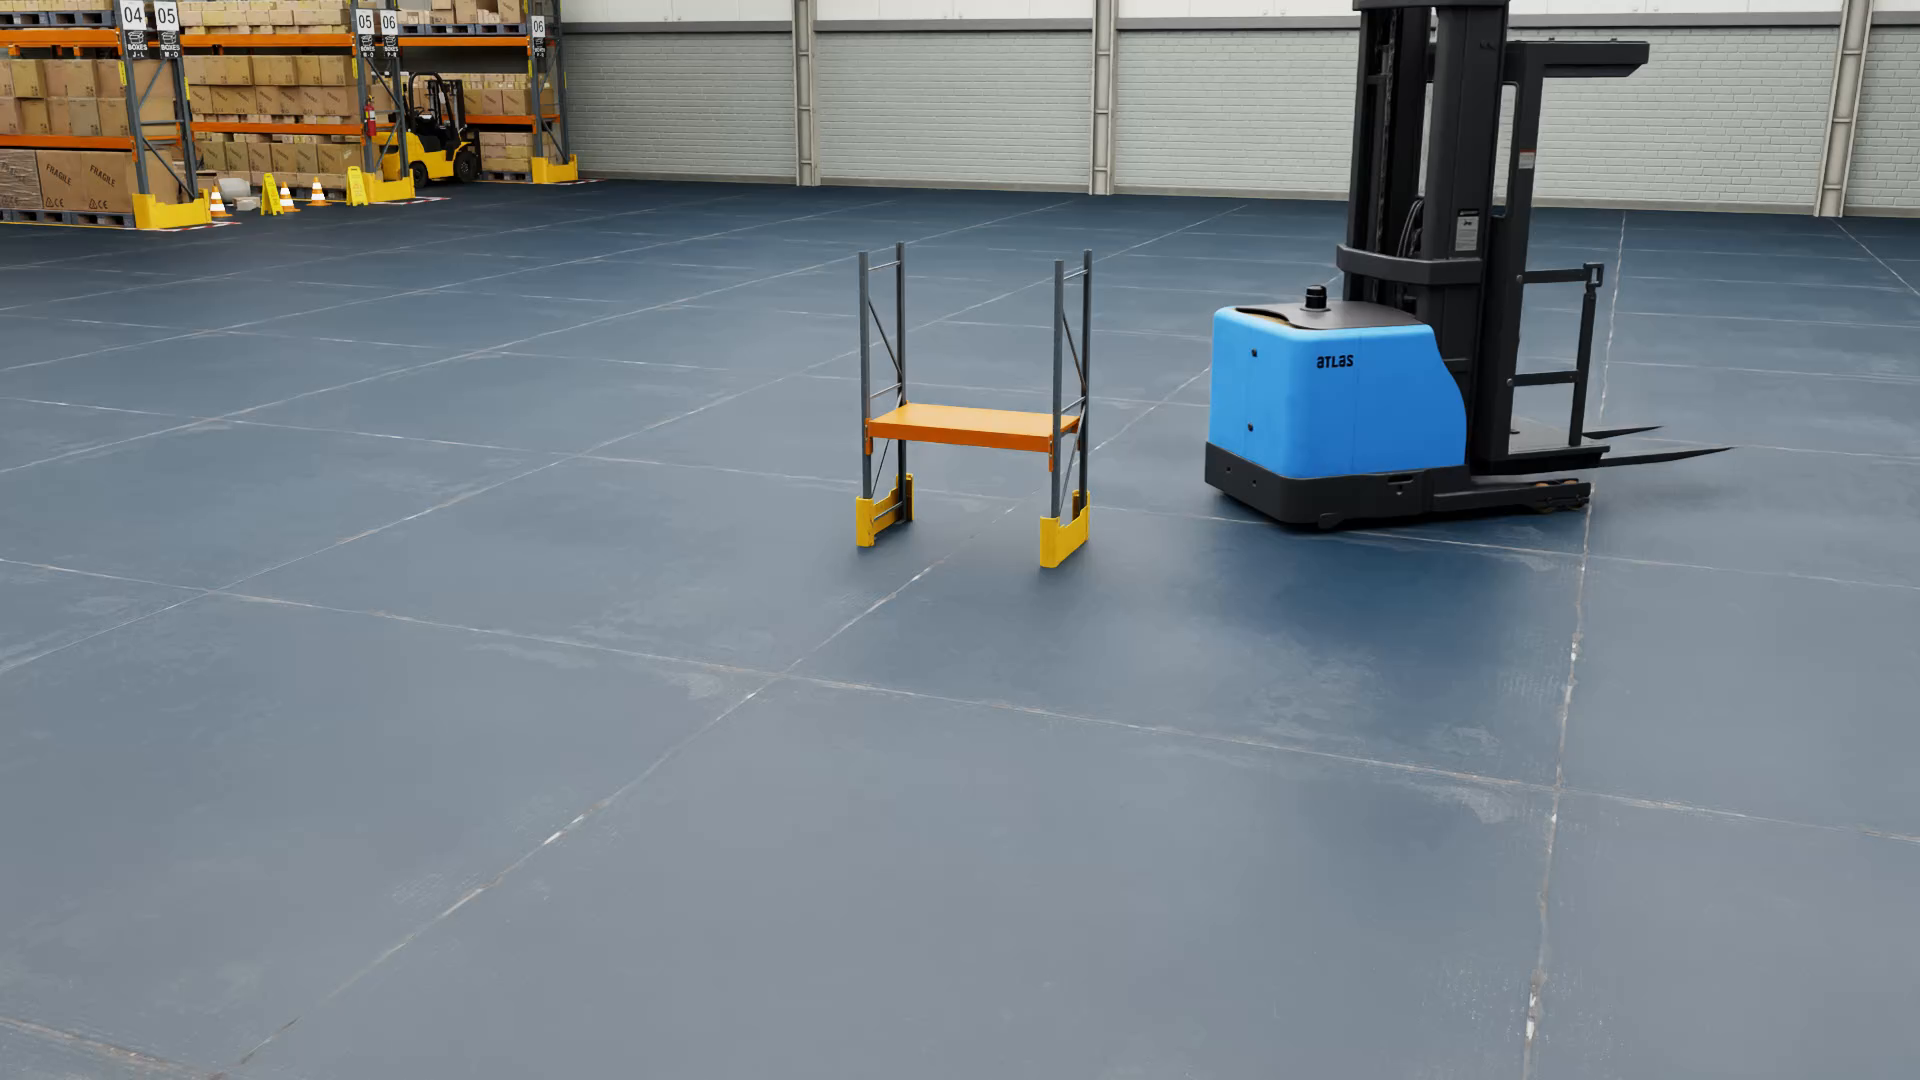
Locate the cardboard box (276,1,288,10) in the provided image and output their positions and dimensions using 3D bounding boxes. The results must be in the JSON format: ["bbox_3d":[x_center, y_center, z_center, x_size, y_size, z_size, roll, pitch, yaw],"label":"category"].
[{"bbox_3d":[-11.625,-9.265,28.848,0.250,0.149,0.380,6,17,19],"label":"cardboard box"}]

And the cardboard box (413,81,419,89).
[{"bbox_3d":[-11.063,-9.312,34.028,0.250,0.149,0.380,7,17,22],"label":"cardboard box"}]

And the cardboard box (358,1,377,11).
[{"bbox_3d":[-10.312,-9.239,28.758,0.250,0.149,0.380,6,17,20],"label":"cardboard box"}]

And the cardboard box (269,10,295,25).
[{"bbox_3d":[-11.583,-9.044,28.802,0.500,0.250,0.500,7,18,22],"label":"cardboard box"}]

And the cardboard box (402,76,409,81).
[{"bbox_3d":[-11.255,-9.509,34.173,0.250,0.149,0.380,6,17,20],"label":"cardboard box"}]

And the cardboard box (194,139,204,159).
[{"bbox_3d":[-16.615,-8.596,36.632,0.500,0.500,0.500,6,17,20],"label":"cardboard box"}]

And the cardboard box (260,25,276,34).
[{"bbox_3d":[-11.936,-8.876,28.939,0.250,0.149,0.380,6,17,20],"label":"cardboard box"}]

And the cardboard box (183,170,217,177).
[{"bbox_3d":[-13.280,-6.194,29.109,0.500,0.500,0.500,-9,18,-27],"label":"cardboard box"}]

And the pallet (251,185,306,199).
[{"bbox_3d":[-12.001,-6.333,30.110,1.213,0.211,1.003,6,17,21],"label":"pallet"}]

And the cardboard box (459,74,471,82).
[{"bbox_3d":[-9.873,-9.323,33.533,0.250,0.149,0.380,7,17,22],"label":"cardboard box"}]

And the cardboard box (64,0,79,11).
[{"bbox_3d":[-12.686,-7.720,24.025,0.250,0.149,0.380,7,17,21],"label":"cardboard box"}]

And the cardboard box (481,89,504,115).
[{"bbox_3d":[-9.272,-8.820,33.496,0.500,0.500,0.500,7,18,22],"label":"cardboard box"}]

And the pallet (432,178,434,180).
[{"bbox_3d":[-11.235,-7.712,34.861,1.213,0.211,1.003,6,17,21],"label":"pallet"}]

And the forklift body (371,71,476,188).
[{"bbox_3d":[-10.672,-8.048,32.537,1.214,2.155,2.313,6,17,21],"label":"forklift body"}]

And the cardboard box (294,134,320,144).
[{"bbox_3d":[-11.496,-7.061,29.285,0.250,0.149,0.380,7,17,22],"label":"cardboard box"}]

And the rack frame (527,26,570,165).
[{"bbox_3d":[-8.239,-8.735,33.380,0.127,3.000,1.000,6,17,21],"label":"rack frame"}]

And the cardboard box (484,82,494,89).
[{"bbox_3d":[-9.358,-9.146,33.455,0.250,0.149,0.380,6,17,20],"label":"cardboard box"}]

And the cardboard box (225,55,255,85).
[{"bbox_3d":[-12.524,-8.310,29.410,0.500,0.500,0.700,6,17,19],"label":"cardboard box"}]

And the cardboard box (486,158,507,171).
[{"bbox_3d":[-9.251,-7.635,33.772,0.500,0.250,0.500,6,17,21],"label":"cardboard box"}]

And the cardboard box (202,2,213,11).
[{"bbox_3d":[-13.109,-9.394,29.291,0.250,0.149,0.380,6,17,19],"label":"cardboard box"}]

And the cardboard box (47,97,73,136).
[{"bbox_3d":[-13.135,-6.391,25.040,0.550,0.550,0.875,6,17,21],"label":"cardboard box"}]

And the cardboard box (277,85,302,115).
[{"bbox_3d":[-11.591,-7.726,29.194,0.500,0.500,0.500,6,17,20],"label":"cardboard box"}]

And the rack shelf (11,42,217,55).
[{"bbox_3d":[-15.638,-9.156,30.741,4.000,0.370,1.077,6,17,21],"label":"rack shelf"}]

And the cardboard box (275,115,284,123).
[{"bbox_3d":[-11.898,-7.470,29.477,0.250,0.149,0.380,6,17,21],"label":"cardboard box"}]

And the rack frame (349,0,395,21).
[{"bbox_3d":[-10.057,-10.328,28.108,0.127,3.000,1.000,6,17,21],"label":"rack frame"}]

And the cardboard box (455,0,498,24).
[{"bbox_3d":[-9.656,-10.586,33.264,0.500,0.500,0.700,6,17,21],"label":"cardboard box"}]

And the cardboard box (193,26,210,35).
[{"bbox_3d":[-13.355,-9.038,29.498,0.250,0.149,0.380,6,17,21],"label":"cardboard box"}]

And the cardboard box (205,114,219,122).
[{"bbox_3d":[-13.348,-7.608,29.949,0.250,0.149,0.380,7,18,22],"label":"cardboard box"}]

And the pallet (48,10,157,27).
[{"bbox_3d":[-12.473,-7.624,24.333,1.213,0.211,1.003,6,17,21],"label":"pallet"}]

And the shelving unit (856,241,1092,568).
[{"bbox_3d":[0.071,-0.712,8.438,1.083,1.500,0.587,6,17,21],"label":"shelving unit"}]

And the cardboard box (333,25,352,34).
[{"bbox_3d":[-10.491,-8.731,28.437,0.250,0.149,0.380,6,17,21],"label":"cardboard box"}]

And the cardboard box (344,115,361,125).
[{"bbox_3d":[-10.483,-7.309,28.920,0.250,0.149,0.380,7,18,22],"label":"cardboard box"}]

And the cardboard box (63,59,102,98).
[{"bbox_3d":[-12.655,-6.824,24.592,0.550,0.550,0.875,6,17,21],"label":"cardboard box"}]

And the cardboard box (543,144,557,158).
[{"bbox_3d":[-8.600,-7.958,33.987,0.500,0.250,0.500,7,17,22],"label":"cardboard box"}]

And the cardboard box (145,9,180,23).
[{"bbox_3d":[-14.374,-9.448,29.975,0.500,0.250,0.500,6,17,20],"label":"cardboard box"}]

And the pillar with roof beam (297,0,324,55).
[{"bbox_3d":[-15.717,-11.418,31.863,0.400,9.000,9.100,6,17,21],"label":"pillar with roof beam"}]

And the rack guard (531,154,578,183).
[{"bbox_3d":[-8.216,-7.532,33.721,0.348,0.500,1.175,6,17,21],"label":"rack guard"}]

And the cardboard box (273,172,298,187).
[{"bbox_3d":[-11.875,-6.448,29.683,0.500,0.250,0.500,6,17,19],"label":"cardboard box"}]

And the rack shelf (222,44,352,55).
[{"bbox_3d":[-13.820,-10.443,35.177,4.000,0.370,1.077,6,17,21],"label":"rack shelf"}]

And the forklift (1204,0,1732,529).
[{"bbox_3d":[2.981,-1.689,9.233,3.031,2.935,1.130,-5,17,-18],"label":"forklift"}]

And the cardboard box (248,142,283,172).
[{"bbox_3d":[-12.344,-6.862,29.763,0.500,0.500,0.500,7,18,24],"label":"cardboard box"}]

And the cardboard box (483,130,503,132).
[{"bbox_3d":[-9.544,-8.298,34.263,0.500,0.250,0.500,6,17,20],"label":"cardboard box"}]

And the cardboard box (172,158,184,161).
[{"bbox_3d":[-14.937,-6.921,31.095,0.625,0.372,0.950,7,18,24],"label":"cardboard box"}]

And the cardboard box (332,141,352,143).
[{"bbox_3d":[-11.216,-6.897,29.885,0.500,0.500,0.500,6,17,19],"label":"cardboard box"}]

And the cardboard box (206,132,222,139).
[{"bbox_3d":[-16.233,-8.850,36.347,0.250,0.149,0.380,5,17,18],"label":"cardboard box"}]

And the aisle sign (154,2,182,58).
[{"bbox_3d":[-11.603,-7.472,24.368,0.004,0.787,0.394,6,17,21],"label":"aisle sign"}]
